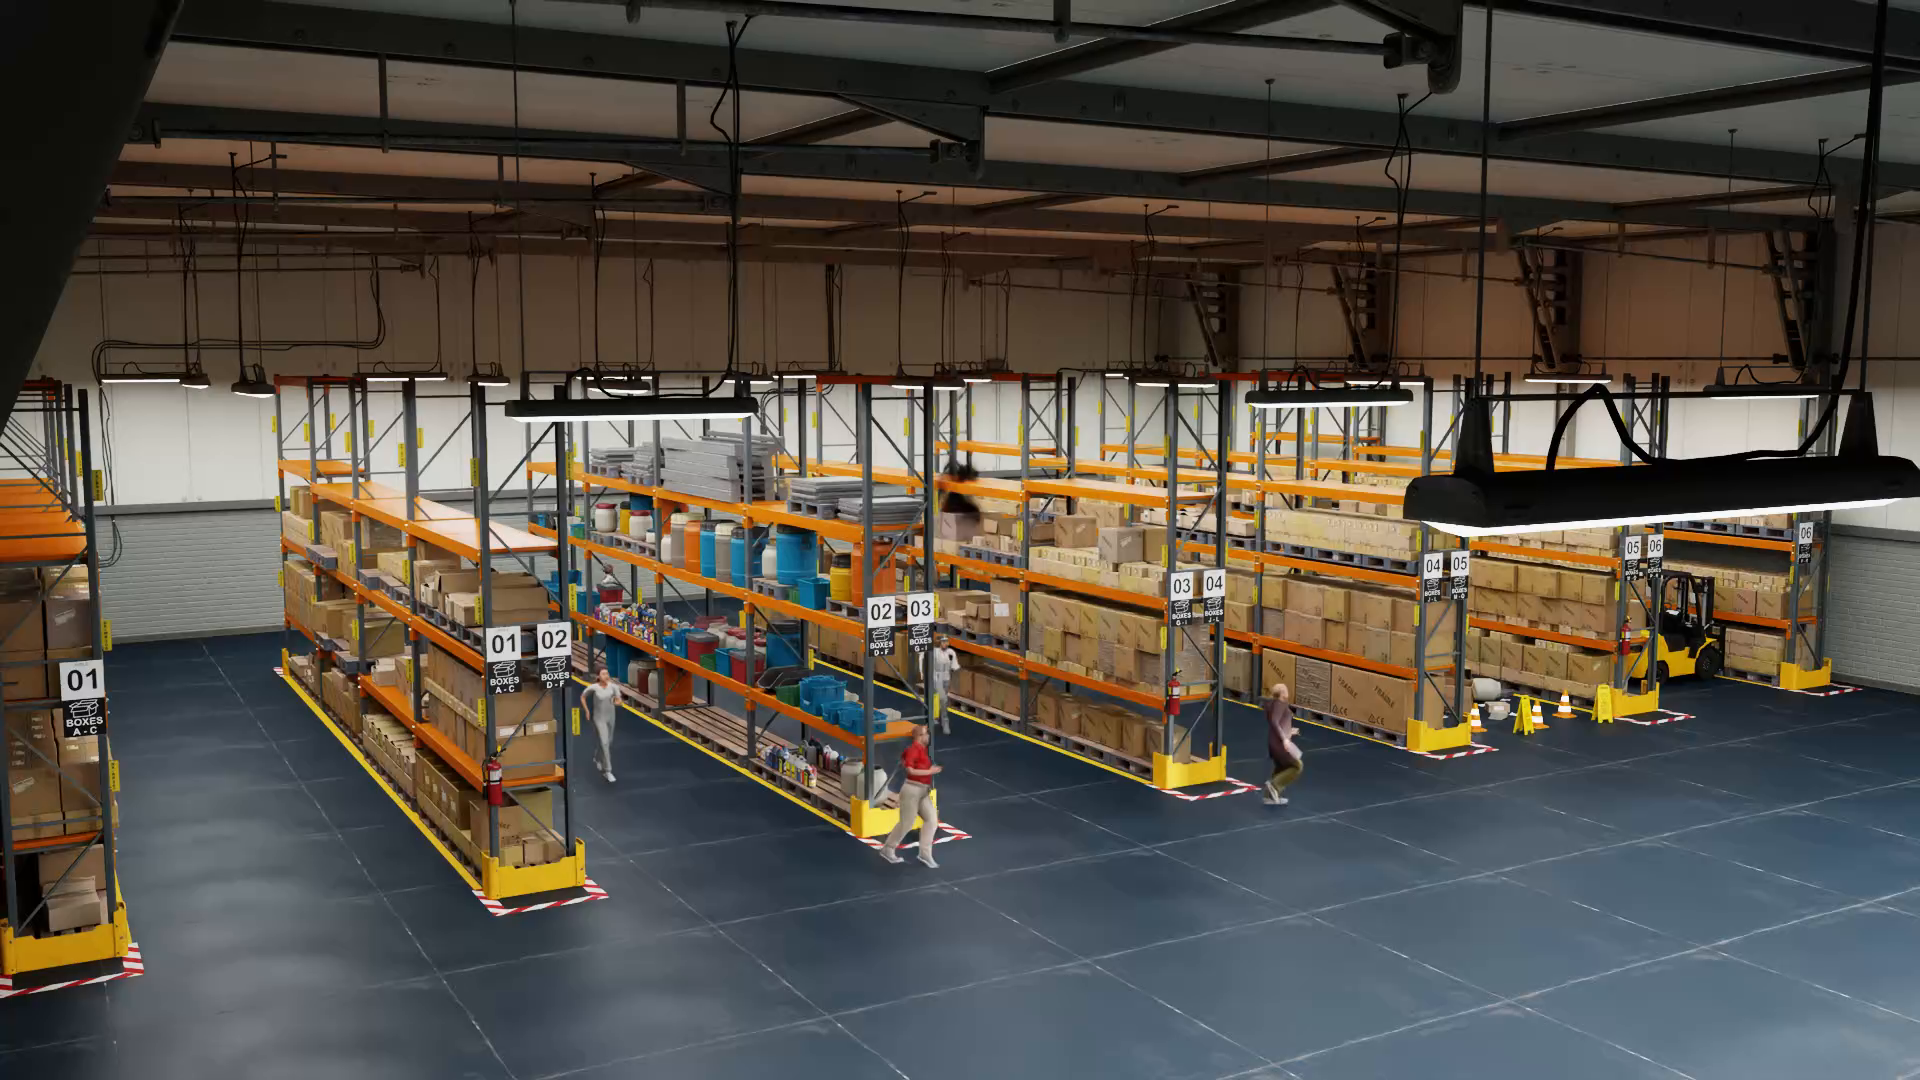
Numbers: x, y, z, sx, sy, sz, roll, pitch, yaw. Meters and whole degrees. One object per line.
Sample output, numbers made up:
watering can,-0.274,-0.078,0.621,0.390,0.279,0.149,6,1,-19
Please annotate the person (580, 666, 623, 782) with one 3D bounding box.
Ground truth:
person,-5.373,2.730,25.081,0.554,1.681,0.908,-5,8,-37

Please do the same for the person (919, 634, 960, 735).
person,-0.348,2.413,28.260,0.636,1.727,0.828,-3,7,-27

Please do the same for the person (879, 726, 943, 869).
person,-0.579,3.218,20.895,0.760,1.762,0.680,2,6,14

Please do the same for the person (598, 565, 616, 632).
person,-8.026,1.369,38.183,0.638,1.572,0.517,-4,7,-30

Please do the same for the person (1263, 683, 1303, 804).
person,4.591,2.897,23.593,0.574,1.741,0.724,-1,6,-6
